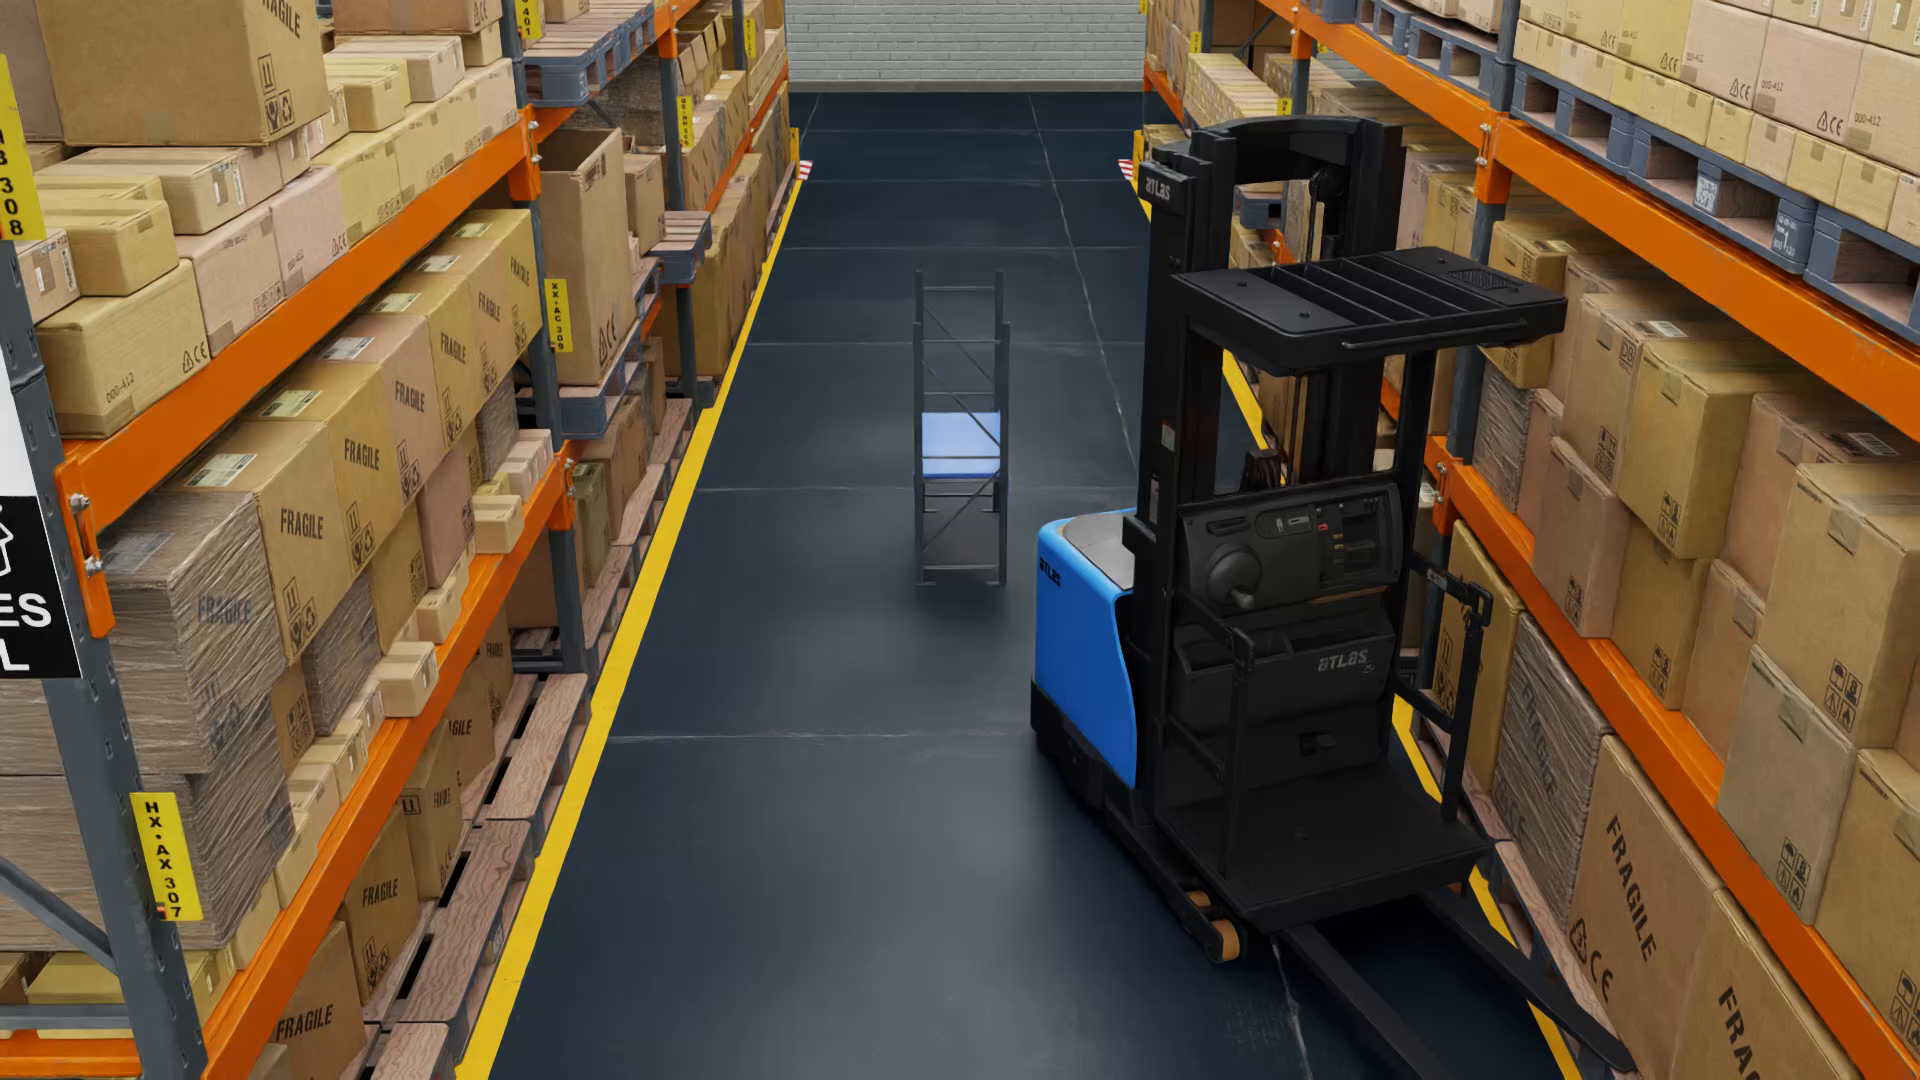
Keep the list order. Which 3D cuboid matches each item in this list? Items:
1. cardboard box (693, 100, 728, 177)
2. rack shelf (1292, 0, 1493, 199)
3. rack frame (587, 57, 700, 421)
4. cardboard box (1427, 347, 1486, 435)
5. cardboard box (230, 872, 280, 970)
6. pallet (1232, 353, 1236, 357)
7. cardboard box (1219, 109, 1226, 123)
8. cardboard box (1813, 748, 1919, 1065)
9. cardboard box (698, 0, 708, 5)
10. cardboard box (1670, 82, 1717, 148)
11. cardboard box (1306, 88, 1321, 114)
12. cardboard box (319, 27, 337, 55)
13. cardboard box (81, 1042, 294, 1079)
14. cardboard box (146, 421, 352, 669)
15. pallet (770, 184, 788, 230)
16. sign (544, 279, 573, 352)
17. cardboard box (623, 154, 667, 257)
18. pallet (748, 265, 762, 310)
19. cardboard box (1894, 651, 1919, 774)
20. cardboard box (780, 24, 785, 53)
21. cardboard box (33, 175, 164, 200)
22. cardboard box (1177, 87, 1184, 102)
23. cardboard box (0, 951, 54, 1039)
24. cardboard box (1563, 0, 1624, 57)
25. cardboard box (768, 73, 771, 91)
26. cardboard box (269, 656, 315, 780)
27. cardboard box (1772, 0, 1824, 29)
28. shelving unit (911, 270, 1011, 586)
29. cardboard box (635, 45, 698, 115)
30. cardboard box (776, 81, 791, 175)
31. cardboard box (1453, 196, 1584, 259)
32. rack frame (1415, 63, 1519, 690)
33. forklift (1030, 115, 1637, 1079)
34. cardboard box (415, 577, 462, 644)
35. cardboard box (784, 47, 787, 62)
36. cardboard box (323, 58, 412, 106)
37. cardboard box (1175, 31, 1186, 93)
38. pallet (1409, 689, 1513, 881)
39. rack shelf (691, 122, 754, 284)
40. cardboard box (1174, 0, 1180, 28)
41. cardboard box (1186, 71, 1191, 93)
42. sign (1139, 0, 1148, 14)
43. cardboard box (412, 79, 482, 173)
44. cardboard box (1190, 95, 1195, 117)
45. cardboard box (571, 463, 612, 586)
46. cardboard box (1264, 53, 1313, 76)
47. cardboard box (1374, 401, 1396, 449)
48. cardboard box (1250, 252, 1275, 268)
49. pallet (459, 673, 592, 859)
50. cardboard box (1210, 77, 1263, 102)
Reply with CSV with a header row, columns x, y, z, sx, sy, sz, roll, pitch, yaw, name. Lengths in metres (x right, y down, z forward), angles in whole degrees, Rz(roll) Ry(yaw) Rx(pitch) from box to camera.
x,y,z,sx,sy,sz,roll,pitch,yaw,name
-2.083,-3.097,12.836,0.500,0.500,0.500,0,24,0,cardboard box
2.653,-2.415,8.684,1.077,0.370,4.000,0,24,-1,rack shelf
-2.329,-2.220,11.018,1.000,3.000,0.127,0,24,-1,rack frame
2.402,-0.812,7.784,0.500,0.500,0.500,0,24,-1,cardboard box
-1.990,0.969,4.272,0.380,0.149,0.250,0,24,-1,cardboard box
2.614,-1.754,13.371,1.003,0.211,1.213,0,24,-1,pallet
2.155,-3.146,12.500,0.380,0.149,0.250,0,24,1,cardboard box
2.669,0.875,3.994,0.875,0.550,0.550,0,24,-1,cardboard box
-2.664,-5.307,16.755,0.500,0.500,0.500,-1,24,-2,cardboard box
2.356,-1.263,4.937,0.380,0.149,0.250,0,24,0,cardboard box
2.804,-3.281,12.439,0.380,0.149,0.250,0,24,1,cardboard box
-2.519,-1.807,6.164,0.380,0.149,0.250,-1,24,-3,cardboard box
-2.232,1.767,4.727,0.500,0.500,0.500,4,25,9,cardboard box
-1.974,0.006,4.401,0.500,0.500,0.500,0,24,-1,cardboard box
-2.319,-3.415,17.045,1.003,0.211,1.213,0,24,-1,pallet
-1.743,-0.972,7.208,0.100,0.325,0.005,0,24,-1,sign
-2.177,-2.005,9.912,0.700,0.500,0.500,3,25,7,cardboard box
-2.289,-2.280,14.535,1.003,0.211,1.213,0,24,-1,pallet
2.753,0.382,3.772,0.875,0.550,0.550,0,24,-1,cardboard box
-2.146,-5.385,17.838,0.500,0.250,0.500,-1,24,-1,cardboard box
-2.046,-0.729,3.780,0.380,0.149,0.250,-1,24,-2,cardboard box
2.285,-4.285,15.890,0.380,0.149,0.250,-1,24,-3,cardboard box
-2.452,1.074,4.039,0.380,0.149,0.250,0,24,-1,cardboard box
2.408,-1.813,5.668,0.500,0.250,0.500,0,24,-1,cardboard box
-2.062,-4.519,16.408,0.380,0.149,0.250,-1,24,-2,cardboard box
-2.346,0.463,4.604,0.875,0.500,0.500,0,24,-1,cardboard box
2.362,-1.418,4.311,0.380,0.149,0.250,-1,24,-1,cardboard box
0.001,-0.648,9.363,0.538,1.500,1.048,0,24,-1,shelving unit
-2.325,-3.293,12.051,0.797,0.503,0.637,0,24,1,cardboard box
-2.330,-4.476,18.076,0.875,0.875,0.875,0,24,-1,cardboard box
2.664,-1.258,7.557,0.700,0.500,0.500,-1,24,-1,cardboard box
2.675,-0.552,7.331,1.000,3.000,0.127,0,24,-1,rack frame
1.340,0.055,6.071,1.130,2.935,3.031,-9,26,-20,forklift
-1.988,0.248,5.866,0.380,0.149,0.250,0,24,-1,cardboard box
-2.083,-5.257,18.038,0.380,0.149,0.250,0,24,0,cardboard box
-2.035,-1.485,5.452,0.380,0.149,0.250,1,24,1,cardboard box
2.296,-4.442,15.449,0.500,0.500,0.500,-1,24,-2,cardboard box
2.605,1.032,7.212,1.003,0.211,1.213,0,24,-1,pallet
-2.351,-2.716,12.989,1.077,0.370,4.000,0,24,-1,rack shelf
2.310,-5.102,15.695,0.500,0.500,0.500,0,24,1,cardboard box
2.132,-3.897,14.161,0.380,0.149,0.250,0,24,0,cardboard box
2.002,-5.889,18.081,0.100,0.325,0.005,0,24,-1,sign
-2.024,-1.468,5.898,0.500,0.250,0.500,0,24,1,cardboard box
2.141,-3.647,13.969,0.380,0.149,0.250,0,24,0,cardboard box
-2.257,-0.083,8.793,0.700,0.500,0.500,0,24,-1,cardboard box
2.787,-4.032,14.099,0.380,0.149,0.250,1,24,2,cardboard box
2.572,-0.372,9.152,1.050,0.750,0.750,0,24,-1,cardboard box
2.362,-1.875,11.870,0.500,0.250,0.500,-1,24,-2,cardboard box
-2.243,0.975,7.337,1.003,0.211,1.213,0,24,-1,pallet
2.147,-3.500,12.921,0.380,0.149,0.250,1,24,1,cardboard box
